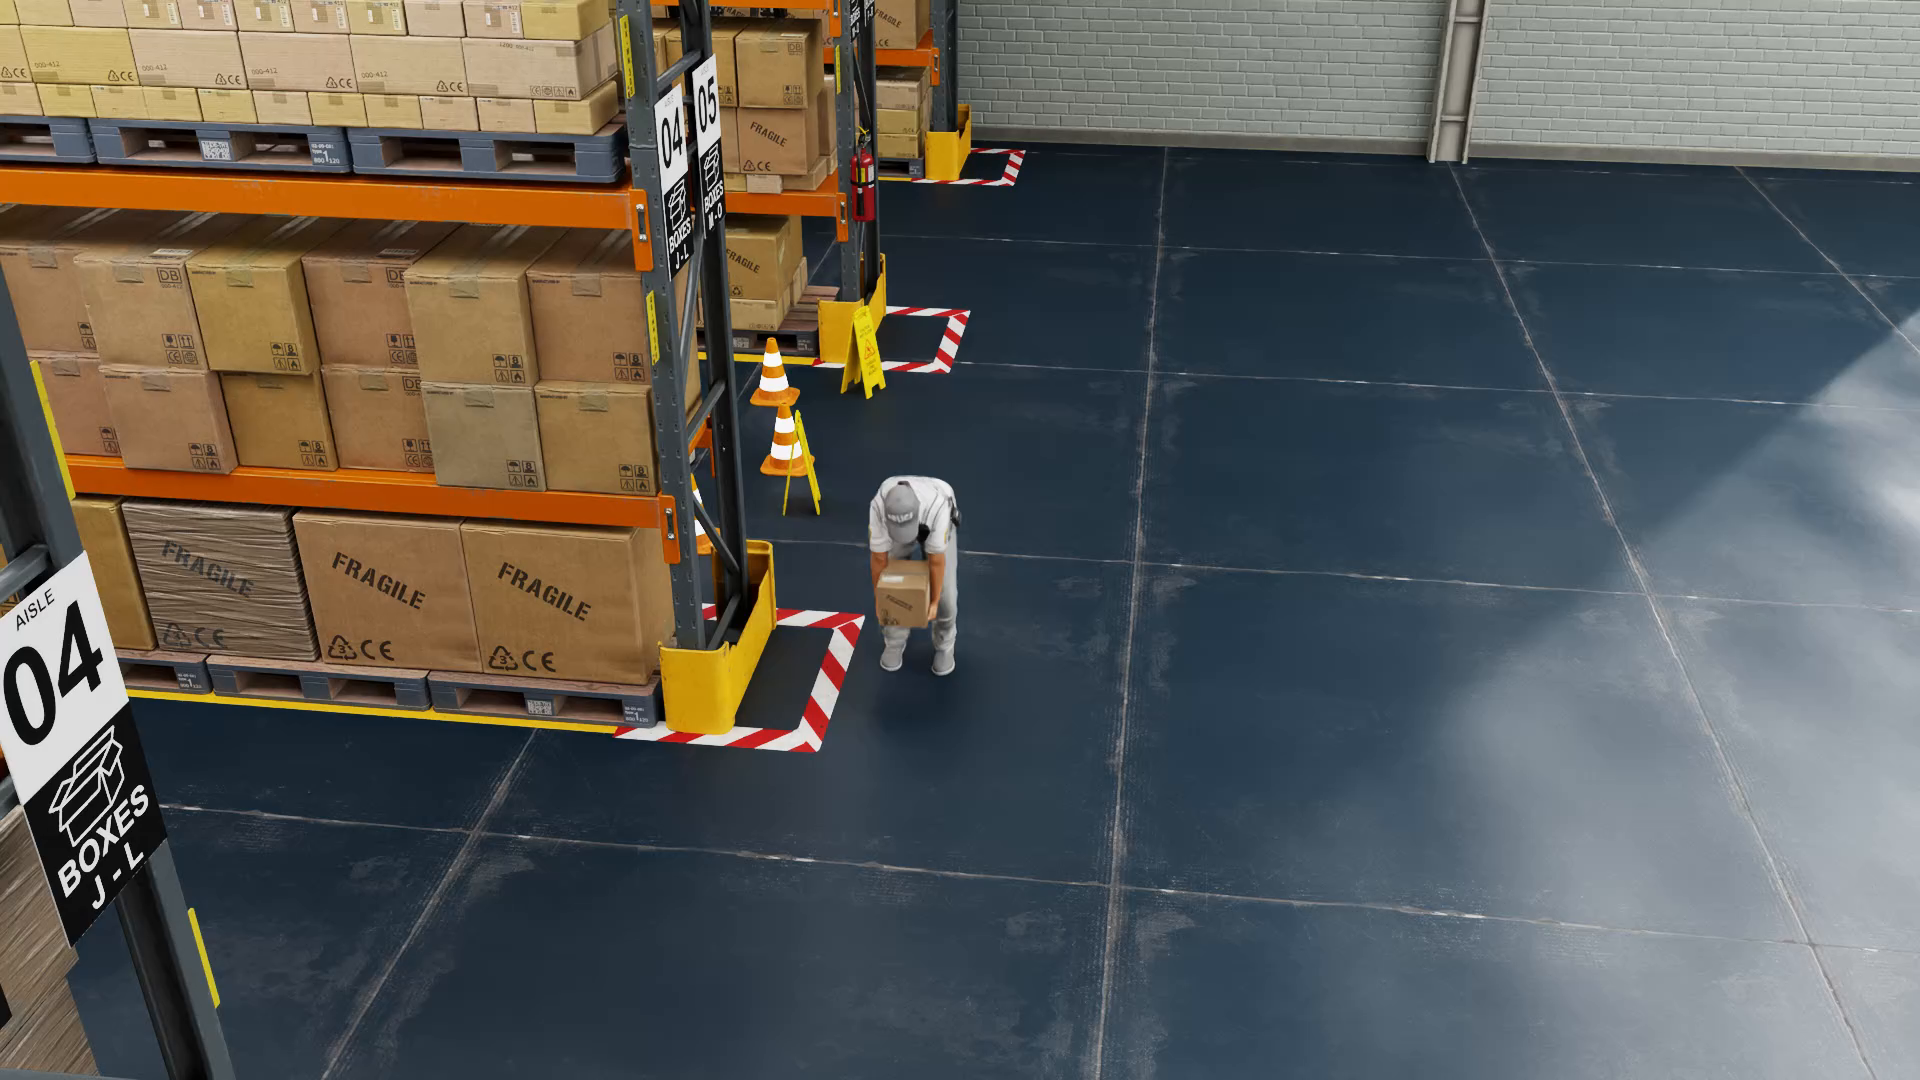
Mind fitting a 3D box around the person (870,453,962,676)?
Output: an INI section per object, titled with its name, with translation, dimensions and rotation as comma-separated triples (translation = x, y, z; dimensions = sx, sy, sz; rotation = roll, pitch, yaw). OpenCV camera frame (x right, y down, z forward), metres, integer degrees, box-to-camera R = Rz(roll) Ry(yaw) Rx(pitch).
[person]
translation = -0.246, 0.101, 8.666
dimensions = 0.452, 1.453, 0.811
rotation = 3, 29, 6
